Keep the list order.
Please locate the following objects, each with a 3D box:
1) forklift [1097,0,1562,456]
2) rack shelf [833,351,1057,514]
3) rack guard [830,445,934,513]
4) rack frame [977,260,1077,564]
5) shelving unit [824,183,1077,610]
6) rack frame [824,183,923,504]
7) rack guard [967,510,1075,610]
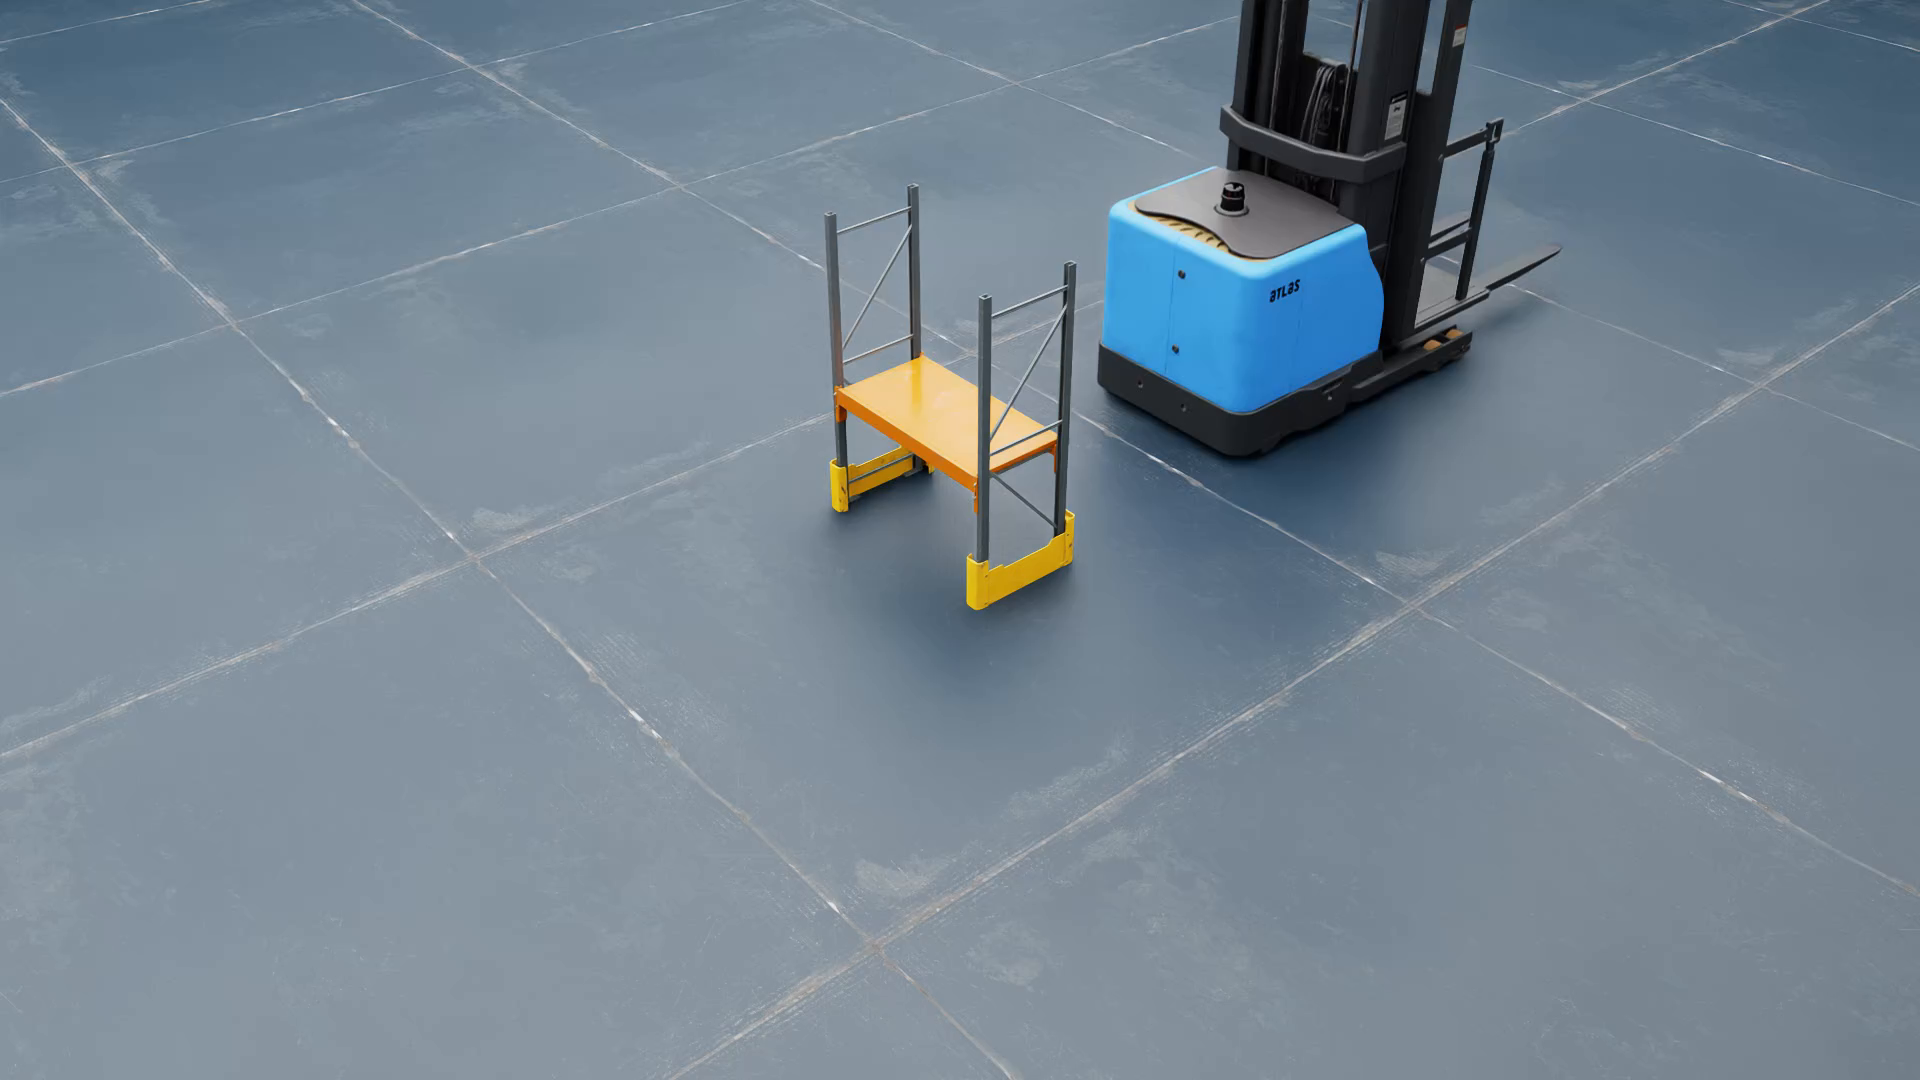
[{"bbox_3d":[2.178,-2.322,8.492,3.031,2.935,1.130,-26,43,-32],"label":"forklift"},{"bbox_3d":[-0.055,-0.503,7.474,0.538,0.185,1.000,-26,43,-32],"label":"rack shelf"},{"bbox_3d":[-0.371,-0.356,8.036,0.587,0.250,0.087,-26,43,-32],"label":"rack guard"},{"bbox_3d":[0.273,-0.425,7.053,0.500,1.500,0.032,-26,43,-32],"label":"rack frame"},{"bbox_3d":[-0.049,-0.646,7.364,0.587,1.500,1.083,-26,43,-32],"label":"shelving unit"},{"bbox_3d":[-0.383,-0.874,7.687,0.500,1.500,0.032,-26,43,-32],"label":"rack frame"},{"bbox_3d":[0.272,0.084,7.415,0.587,0.250,0.087,-26,43,-32],"label":"rack guard"}]
